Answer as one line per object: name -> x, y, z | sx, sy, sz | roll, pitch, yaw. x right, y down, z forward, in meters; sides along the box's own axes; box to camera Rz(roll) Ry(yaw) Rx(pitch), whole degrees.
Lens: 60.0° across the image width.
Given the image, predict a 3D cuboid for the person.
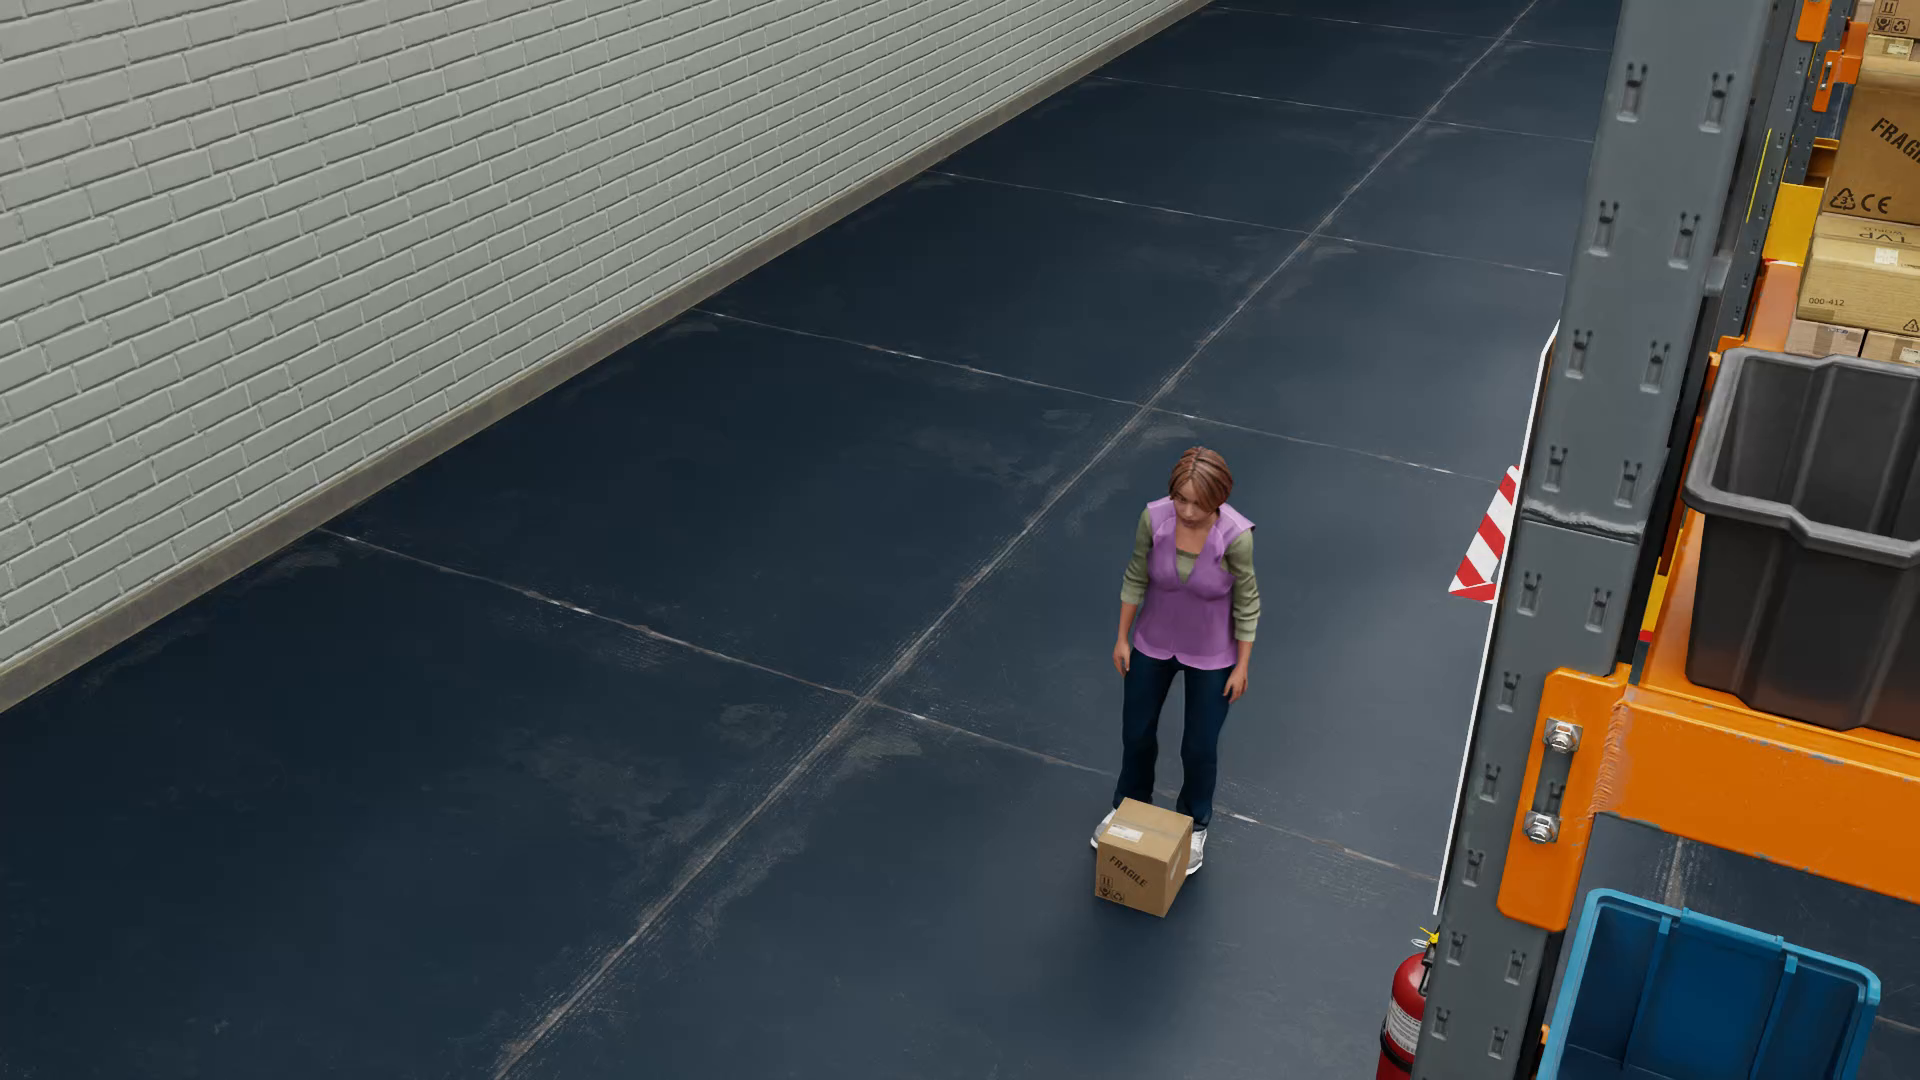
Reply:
person -> 0.730, 0.384, 5.491 | 0.480, 1.591, 0.346 | 13, 33, 20
